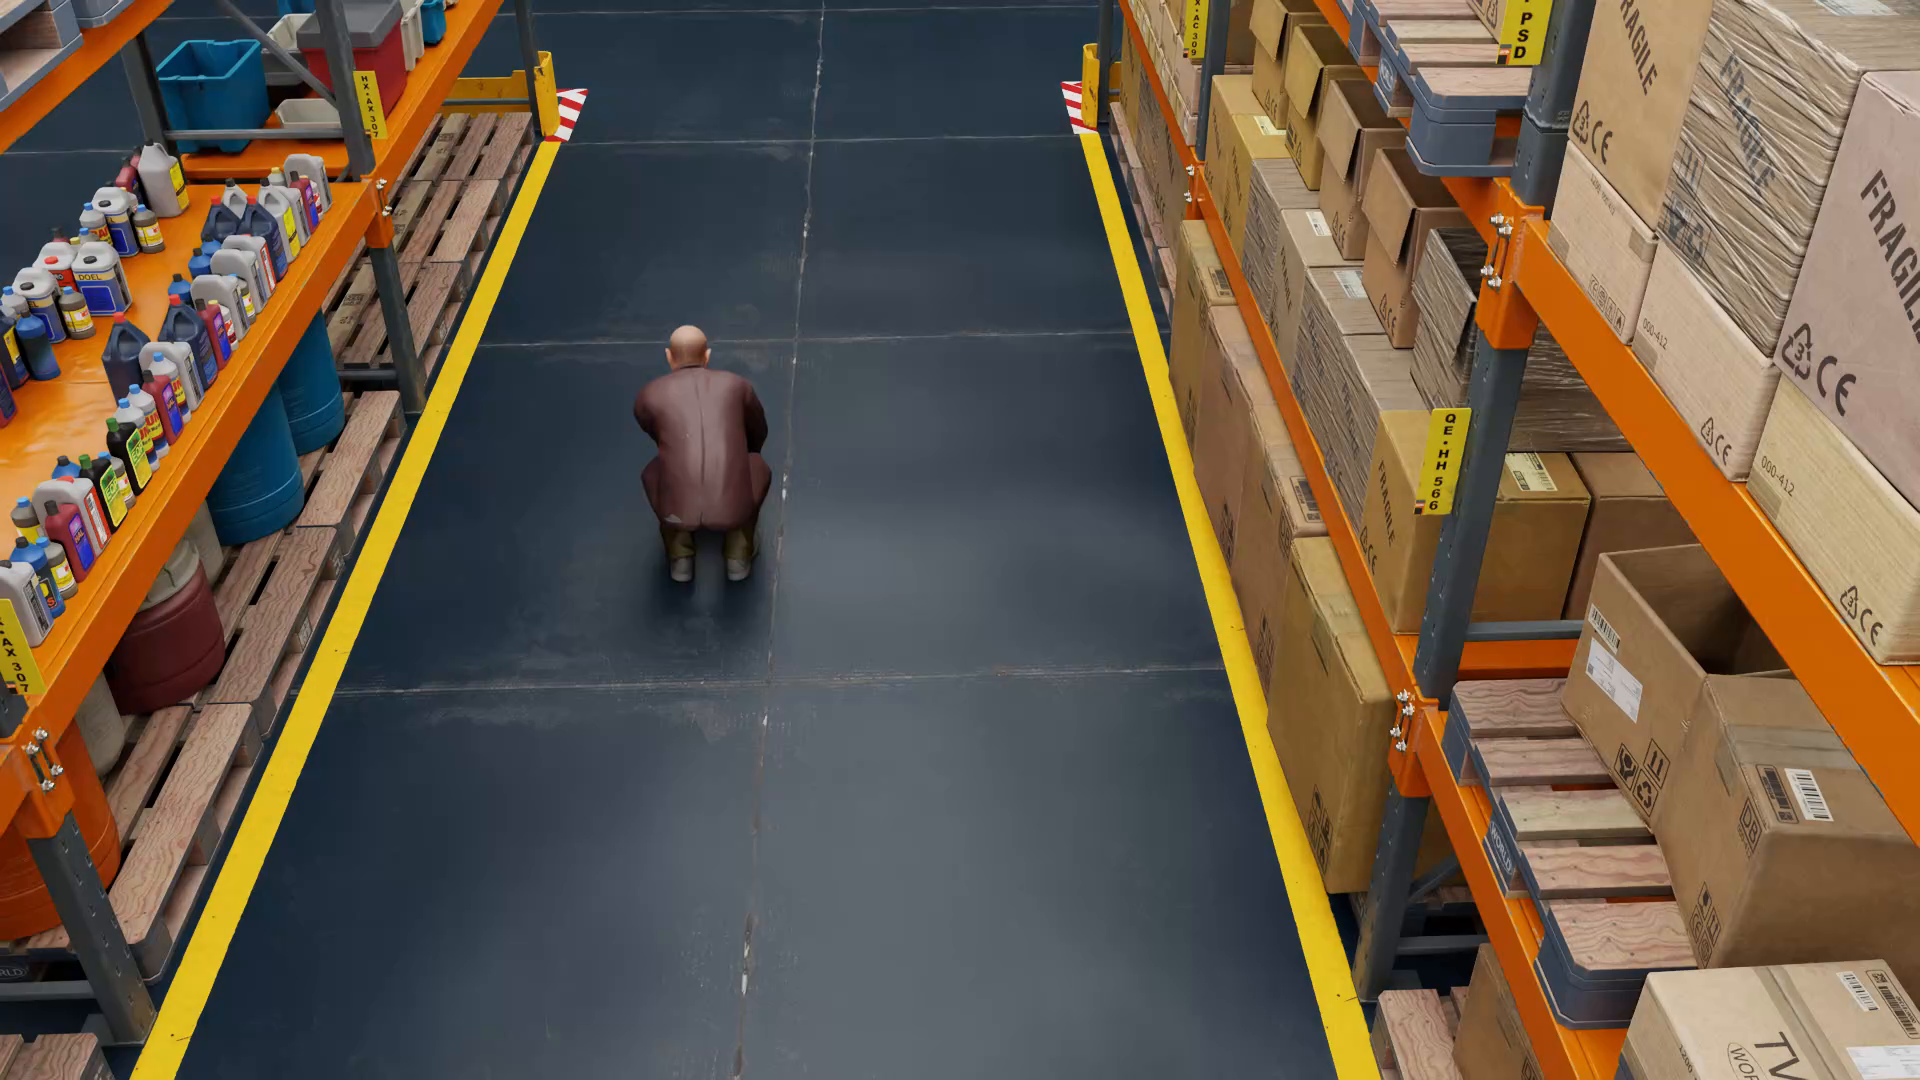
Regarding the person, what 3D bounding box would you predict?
[{"bbox_3d":[-1.143,-0.398,7.437,0.598,0.979,0.911,-1,35,-2],"label":"person"}]
